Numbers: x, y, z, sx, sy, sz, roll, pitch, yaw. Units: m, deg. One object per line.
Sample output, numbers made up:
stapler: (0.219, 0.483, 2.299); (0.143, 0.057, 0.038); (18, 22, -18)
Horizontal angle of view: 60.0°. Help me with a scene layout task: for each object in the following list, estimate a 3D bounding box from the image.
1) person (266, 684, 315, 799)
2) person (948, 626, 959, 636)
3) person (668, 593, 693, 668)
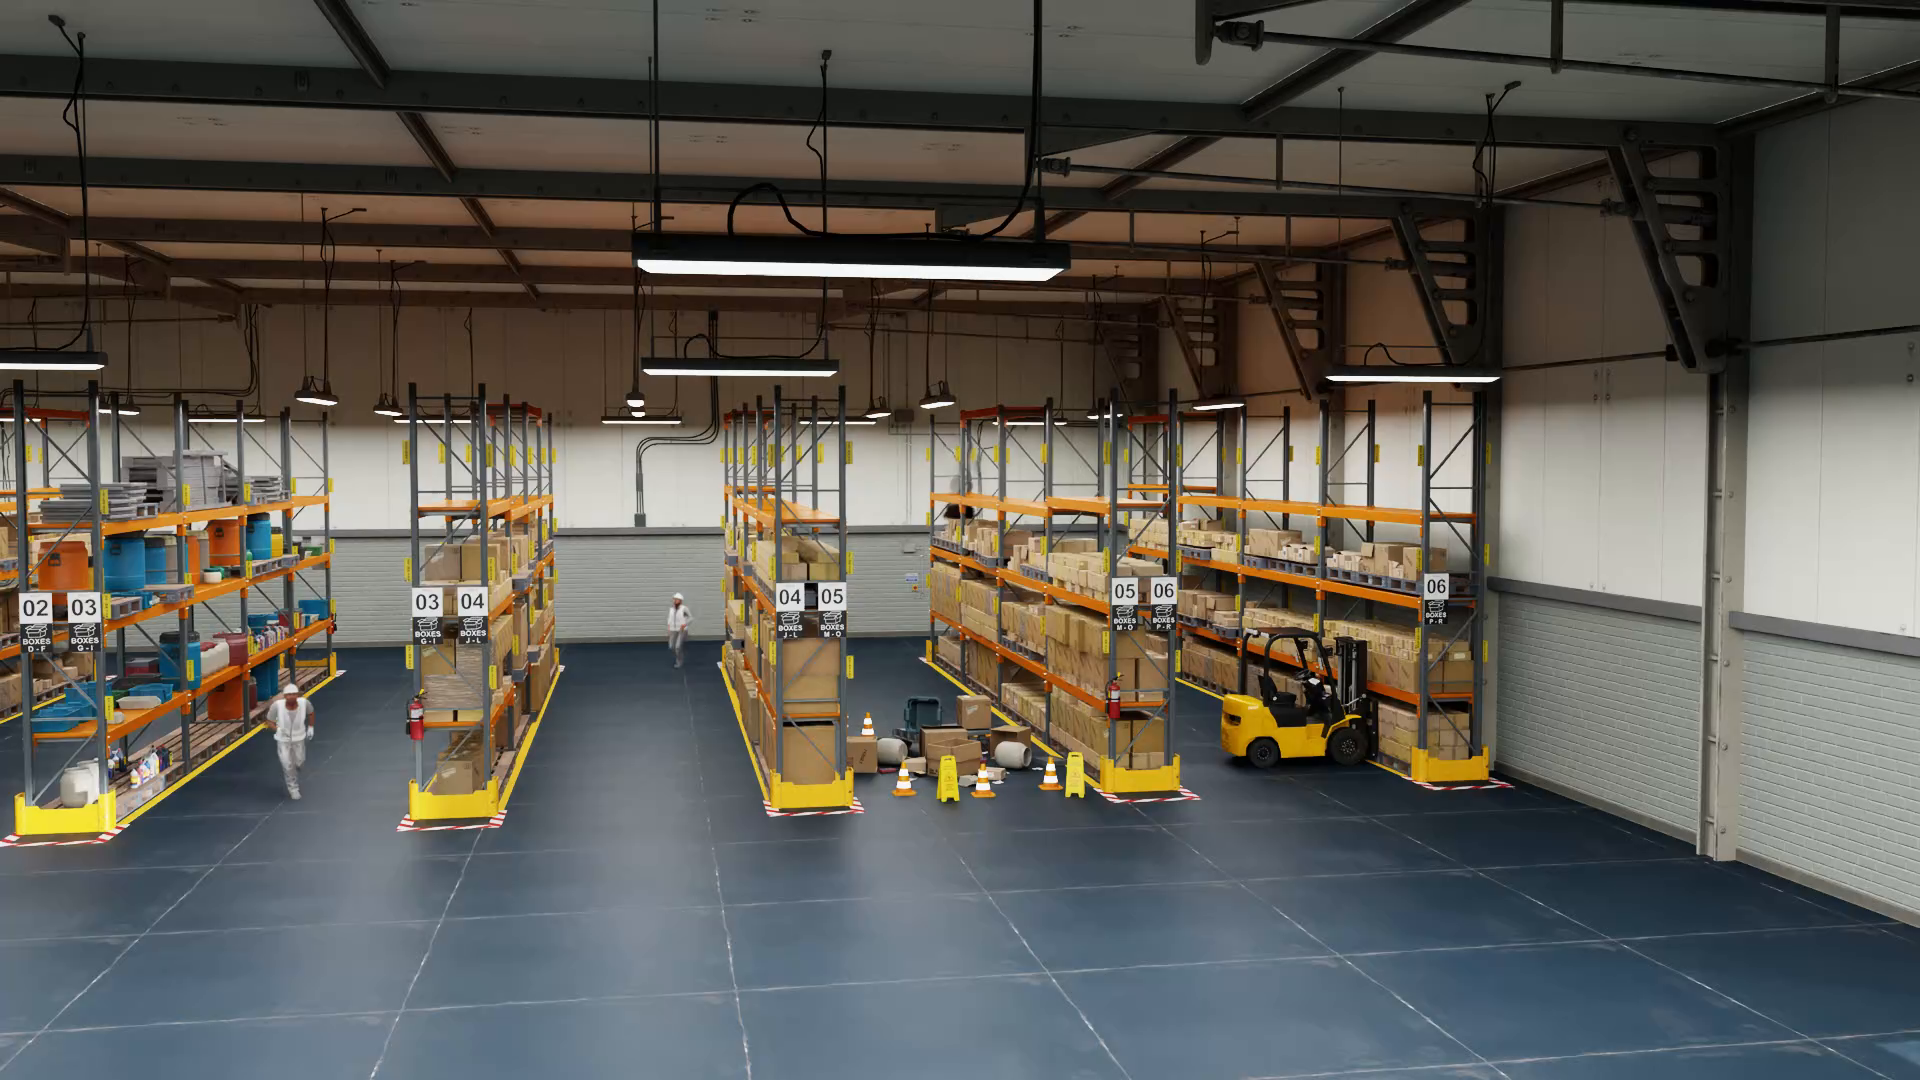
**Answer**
person: (-9.796, 2.932, 24.333); (0.662, 1.704, 0.762); (-1, 3, -25)
person: (-0.041, 2.096, 41.561); (0.545, 1.595, 0.594); (0, 3, 7)
person: (-6.654, 2.139, 39.498); (0.680, 1.748, 0.579); (1, 3, 18)
